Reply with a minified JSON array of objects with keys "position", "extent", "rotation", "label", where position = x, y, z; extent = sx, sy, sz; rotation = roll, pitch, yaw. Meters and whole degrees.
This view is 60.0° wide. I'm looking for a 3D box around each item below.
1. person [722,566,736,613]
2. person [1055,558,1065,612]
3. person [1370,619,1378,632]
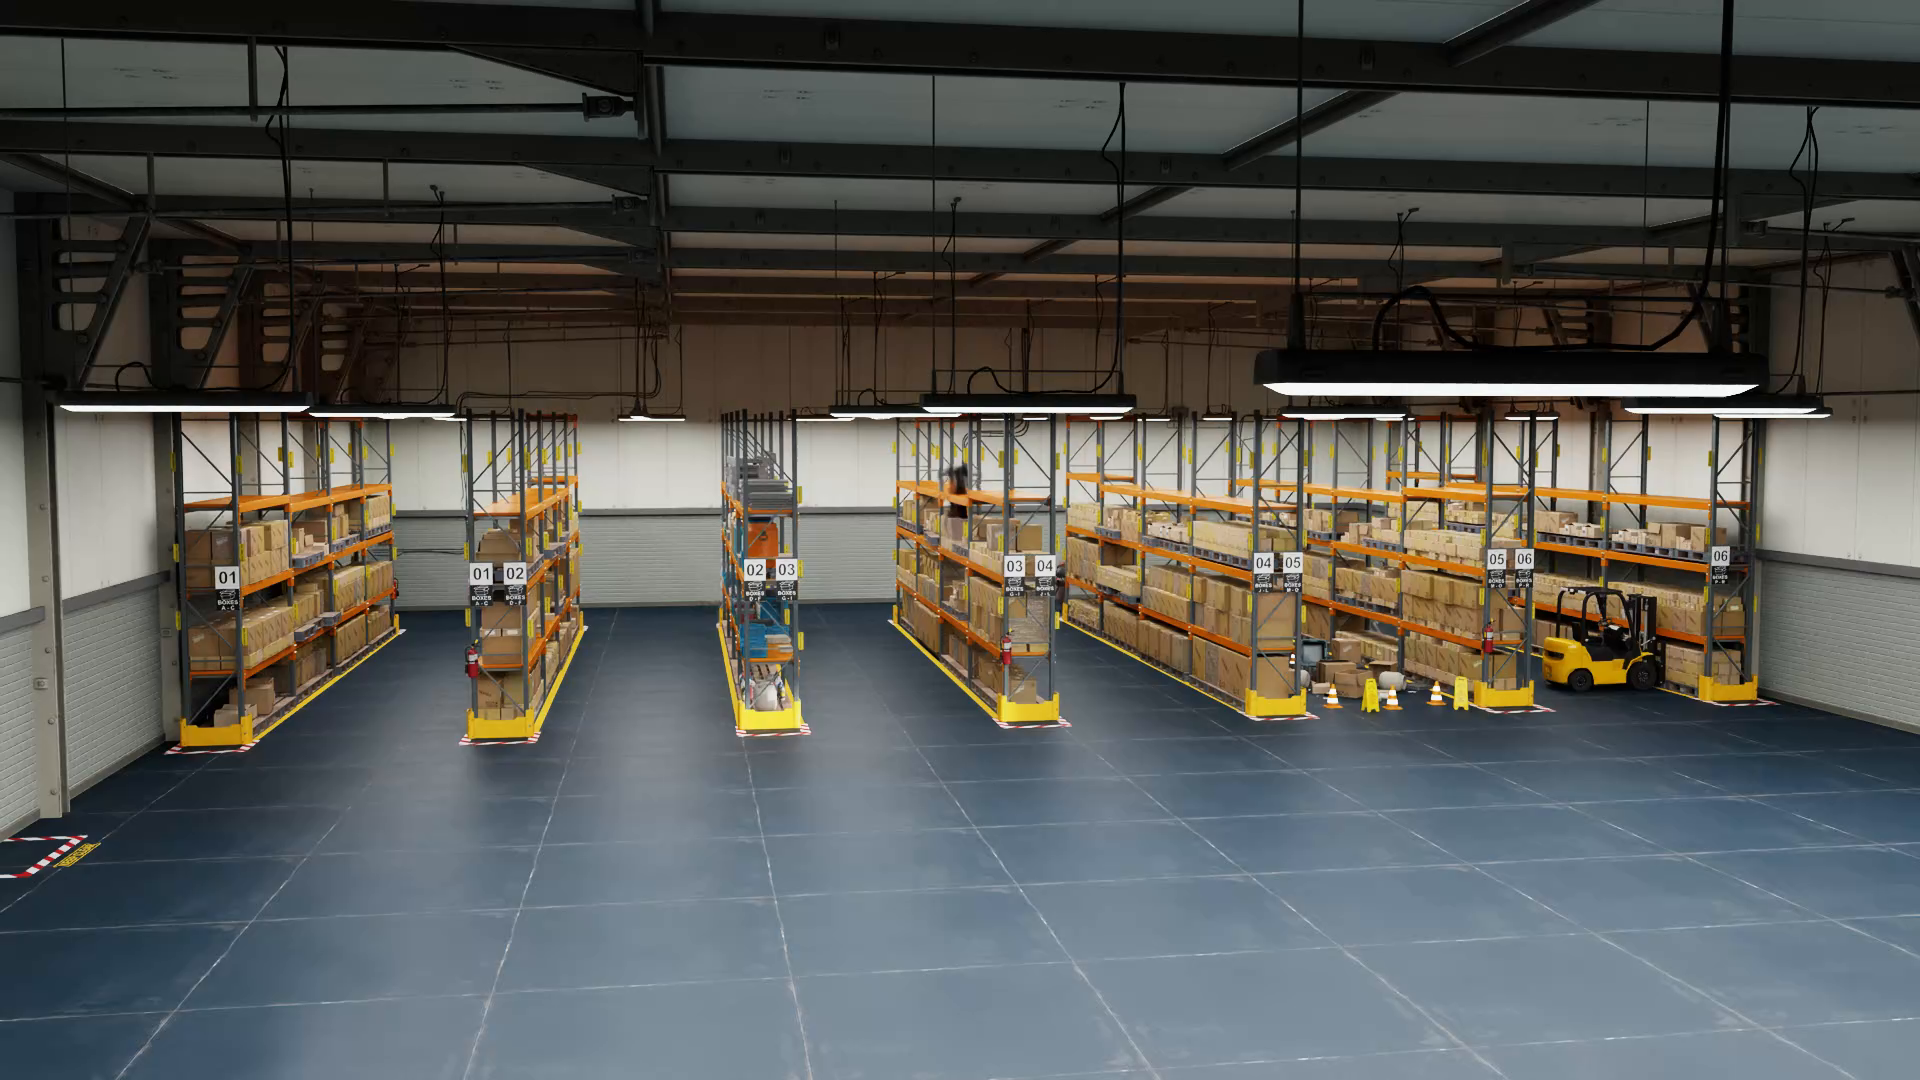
[{"position":[-6.732,1.360,49.861],"extent":[0.851,1.836,0.666],"rotation":[1,4,16],"label":"person"},{"position":[3.017,1.403,49.967],"extent":[0.664,1.735,0.707],"rotation":[3,5,39],"label":"person"},{"position":[11.046,1.797,45.174],"extent":[0.533,1.551,0.898],"rotation":[-1,4,-20],"label":"person"}]
